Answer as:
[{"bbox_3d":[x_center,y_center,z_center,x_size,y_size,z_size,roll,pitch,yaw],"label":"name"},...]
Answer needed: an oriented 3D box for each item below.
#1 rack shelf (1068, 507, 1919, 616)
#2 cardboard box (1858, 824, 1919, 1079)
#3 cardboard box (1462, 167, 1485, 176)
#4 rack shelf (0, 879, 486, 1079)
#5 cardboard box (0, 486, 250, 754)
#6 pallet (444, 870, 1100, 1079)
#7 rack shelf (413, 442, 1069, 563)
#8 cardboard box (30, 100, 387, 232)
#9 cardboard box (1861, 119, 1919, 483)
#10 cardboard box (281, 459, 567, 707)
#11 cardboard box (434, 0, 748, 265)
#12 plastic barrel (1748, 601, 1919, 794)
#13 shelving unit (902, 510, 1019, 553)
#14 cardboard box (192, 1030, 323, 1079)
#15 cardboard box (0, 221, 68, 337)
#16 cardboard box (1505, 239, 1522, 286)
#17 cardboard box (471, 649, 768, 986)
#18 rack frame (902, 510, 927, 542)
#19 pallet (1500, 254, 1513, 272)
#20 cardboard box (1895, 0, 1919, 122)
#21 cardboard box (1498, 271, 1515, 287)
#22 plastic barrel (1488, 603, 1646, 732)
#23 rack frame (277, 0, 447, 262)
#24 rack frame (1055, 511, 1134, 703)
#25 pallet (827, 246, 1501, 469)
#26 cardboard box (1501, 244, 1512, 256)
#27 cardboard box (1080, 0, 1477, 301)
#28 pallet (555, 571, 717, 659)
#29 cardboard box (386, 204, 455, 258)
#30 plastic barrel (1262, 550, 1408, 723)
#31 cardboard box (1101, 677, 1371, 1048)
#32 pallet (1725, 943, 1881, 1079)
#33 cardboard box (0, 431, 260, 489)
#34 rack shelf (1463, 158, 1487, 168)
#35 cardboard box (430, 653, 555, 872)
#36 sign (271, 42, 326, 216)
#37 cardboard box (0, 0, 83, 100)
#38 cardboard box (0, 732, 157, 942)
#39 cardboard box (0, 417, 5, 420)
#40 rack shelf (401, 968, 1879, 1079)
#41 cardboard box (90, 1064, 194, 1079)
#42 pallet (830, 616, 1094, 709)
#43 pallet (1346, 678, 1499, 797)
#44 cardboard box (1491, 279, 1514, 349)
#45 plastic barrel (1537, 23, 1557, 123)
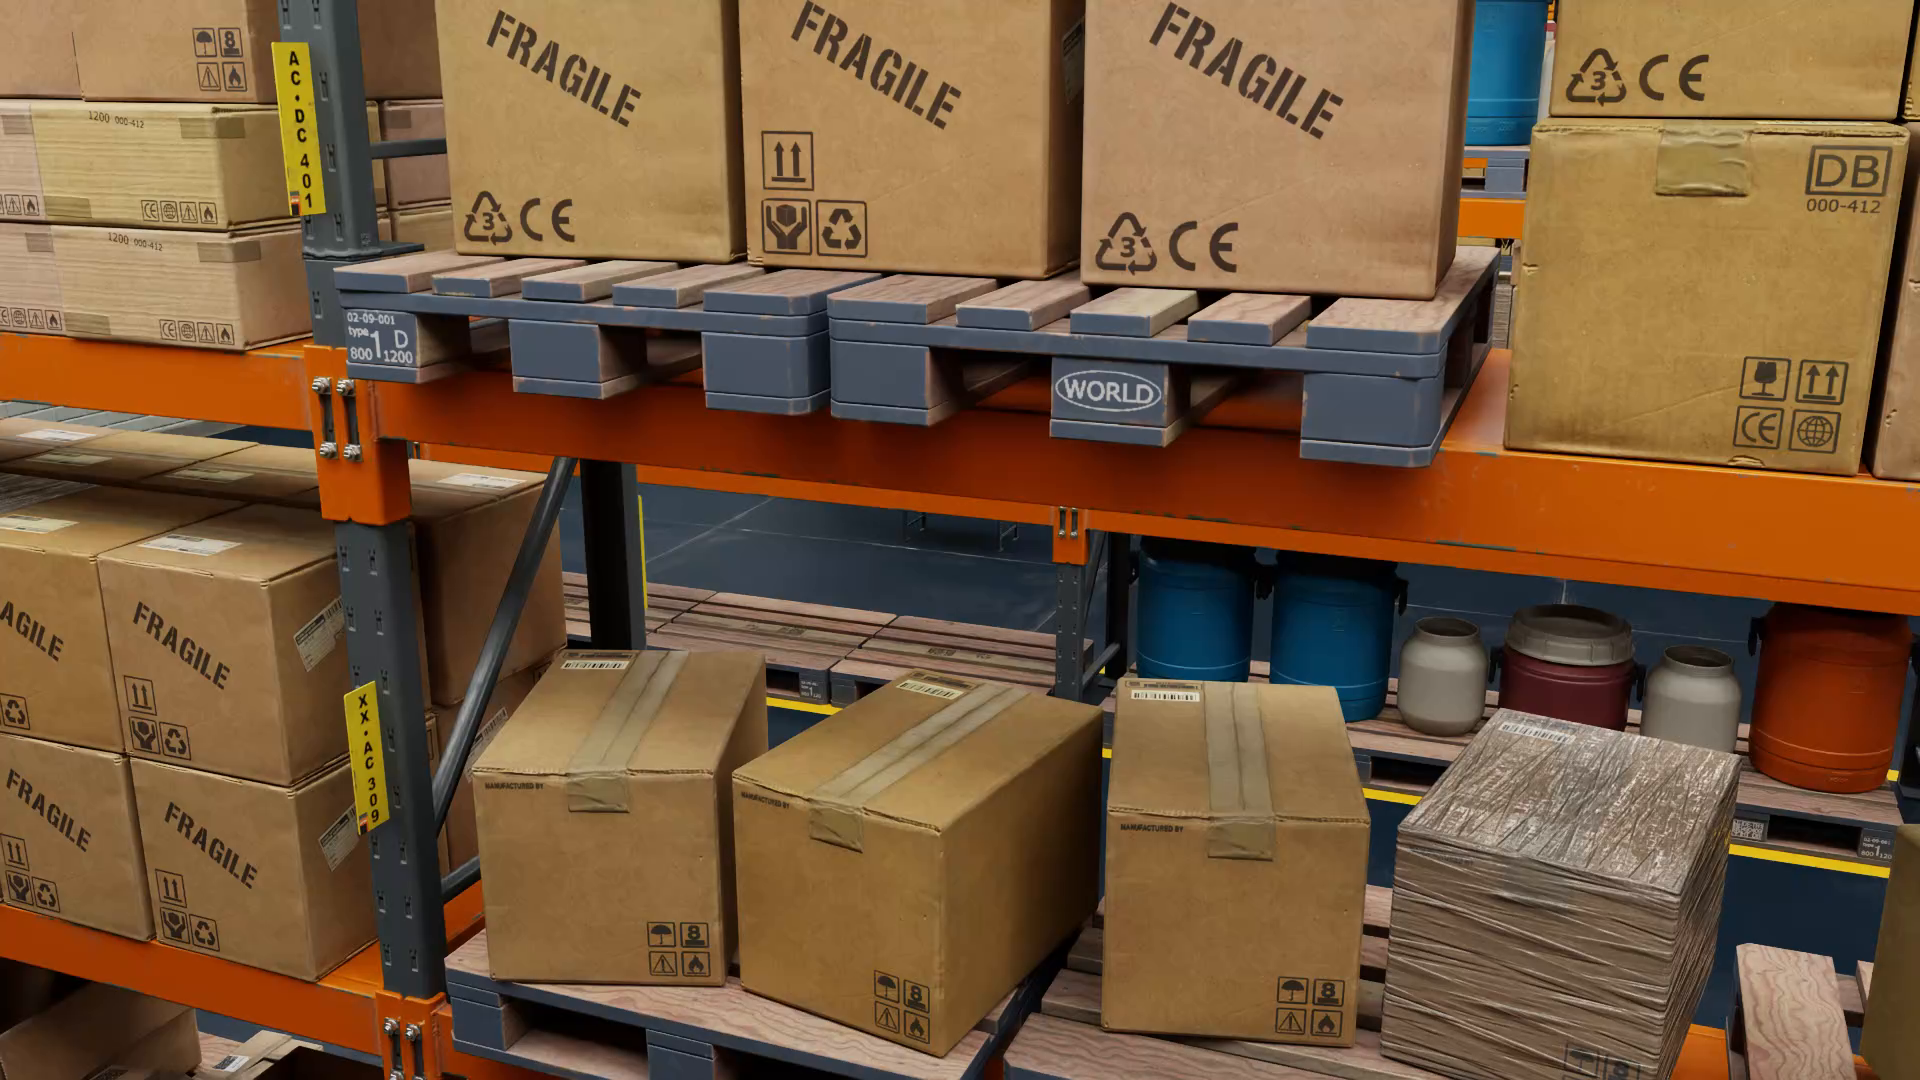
[{"bbox_3d":[2.588,0.013,8.038,4.000,0.370,1.077,6,17,21],"label":"rack shelf"},{"bbox_3d":[2.001,0.872,2.858,0.500,0.500,0.700,1,16,2],"label":"cardboard box"},{"bbox_3d":[6.485,-4.800,21.356,0.500,0.500,0.500,6,17,21],"label":"cardboard box"},{"bbox_3d":[-2.954,0.888,5.024,4.000,0.370,1.077,6,17,21],"label":"rack shelf"},{"bbox_3d":[-2.136,0.183,4.190,0.500,0.500,0.500,6,17,20],"label":"cardboard box"},{"bbox_3d":[-0.390,0.950,3.867,1.213,0.211,1.003,6,17,21],"label":"pallet"},{"bbox_3d":[-1.133,-0.396,9.448,4.000,0.370,1.077,6,17,21],"label":"rack shelf"},{"bbox_3d":[-1.645,-0.840,3.681,0.500,0.250,0.500,6,17,21],"label":"cardboard box"},{"bbox_3d":[1.735,-0.420,2.681,0.500,0.500,0.910,6,17,21],"label":"cardboard box"},{"bbox_3d":[-1.428,0.098,4.483,0.500,0.500,0.500,7,18,22],"label":"cardboard box"},{"bbox_3d":[-0.652,-0.920,3.471,0.600,0.600,0.600,5,17,15],"label":"cardboard box"},{"bbox_3d":[3.987,0.667,7.634,0.708,0.830,0.600,6,17,21],"label":"plastic barrel"},{"bbox_3d":[0.006,-0.720,11.962,0.755,1.500,0.431,6,17,21],"label":"shelving unit"},{"bbox_3d":[-2.213,1.712,5.190,0.250,0.166,0.380,6,17,21],"label":"cardboard box"},{"bbox_3d":[-2.104,-0.656,3.941,0.500,0.250,0.500,6,17,21],"label":"cardboard box"},{"bbox_3d":[4.360,-2.155,12.239,0.637,0.503,0.797,7,18,22],"label":"cardboard box"},{"bbox_3d":[-0.735,0.604,3.780,0.500,0.500,0.700,1,16,2],"label":"cardboard box"},{"bbox_3d":[-0.334,-0.757,12.091,0.023,1.500,0.400,6,17,21],"label":"rack frame"},{"bbox_3d":[5.117,-2.889,17.090,1.213,0.211,1.003,6,17,21],"label":"pallet"},{"bbox_3d":[1.750,-0.911,2.577,0.500,0.500,0.500,6,17,21],"label":"cardboard box"},{"bbox_3d":[4.027,-1.788,12.774,0.500,0.500,0.500,6,17,20],"label":"cardboard box"},{"bbox_3d":[2.937,0.668,8.066,0.708,0.588,0.600,6,17,21],"label":"plastic barrel"},{"bbox_3d":[-1.093,-2.134,3.382,0.127,3.000,1.000,6,17,21],"label":"rack frame"},{"bbox_3d":[0.728,-0.537,8.643,0.127,3.000,1.000,6,17,21],"label":"rack frame"},{"bbox_3d":[0.454,-0.413,3.172,1.003,0.211,1.213,6,17,21],"label":"pallet"},{"bbox_3d":[5.381,-2.940,16.616,0.250,0.149,0.380,6,17,21],"label":"cardboard box"},{"bbox_3d":[0.590,-0.784,3.003,0.600,0.600,0.600,6,17,18],"label":"cardboard box"},{"bbox_3d":[-2.240,0.488,10.116,1.213,0.211,1.003,6,17,21],"label":"pallet"},{"bbox_3d":[-1.455,-0.735,4.214,0.500,0.250,0.500,6,17,21],"label":"cardboard box"},{"bbox_3d":[1.886,0.402,8.420,0.708,0.901,0.600,6,17,21],"label":"plastic barrel"},{"bbox_3d":[0.573,0.662,3.579,0.500,0.500,0.700,2,16,7],"label":"cardboard box"},{"bbox_3d":[1.972,1.198,3.012,1.003,0.211,1.213,6,17,21],"label":"pallet"},{"bbox_3d":[-2.386,-0.007,4.846,0.500,0.500,0.500,6,17,19],"label":"cardboard box"},{"bbox_3d":[4.406,-2.712,12.045,4.000,0.370,1.077,6,17,21],"label":"rack shelf"},{"bbox_3d":[-1.467,0.577,4.628,0.500,0.500,0.500,7,18,22],"label":"cardboard box"},{"bbox_3d":[-1.285,-0.800,3.241,0.005,0.325,0.100,6,17,21],"label":"sign"},{"bbox_3d":[-1.973,-1.349,4.087,0.500,0.500,0.700,6,17,21],"label":"cardboard box"},{"bbox_3d":[-2.132,0.662,4.332,0.500,0.500,0.500,7,18,22],"label":"cardboard box"},{"bbox_3d":[-3.345,-0.112,5.208,0.500,0.500,0.500,7,18,22],"label":"cardboard box"},{"bbox_3d":[0.767,1.297,3.614,4.000,0.370,1.077,6,17,21],"label":"rack shelf"},{"bbox_3d":[-2.425,1.766,4.744,0.500,0.311,0.500,6,17,21],"label":"cardboard box"},{"bbox_3d":[0.029,0.737,9.256,1.213,0.211,1.003,6,17,21],"label":"pallet"},{"bbox_3d":[2.569,1.016,8.294,1.213,0.211,1.003,6,17,21],"label":"pallet"},{"bbox_3d":[3.815,-1.655,12.315,0.500,0.500,0.500,6,17,19],"label":"cardboard box"},{"bbox_3d":[2.744,-1.977,7.228,0.433,0.535,0.433,0,16,0],"label":"plastic barrel"}]
